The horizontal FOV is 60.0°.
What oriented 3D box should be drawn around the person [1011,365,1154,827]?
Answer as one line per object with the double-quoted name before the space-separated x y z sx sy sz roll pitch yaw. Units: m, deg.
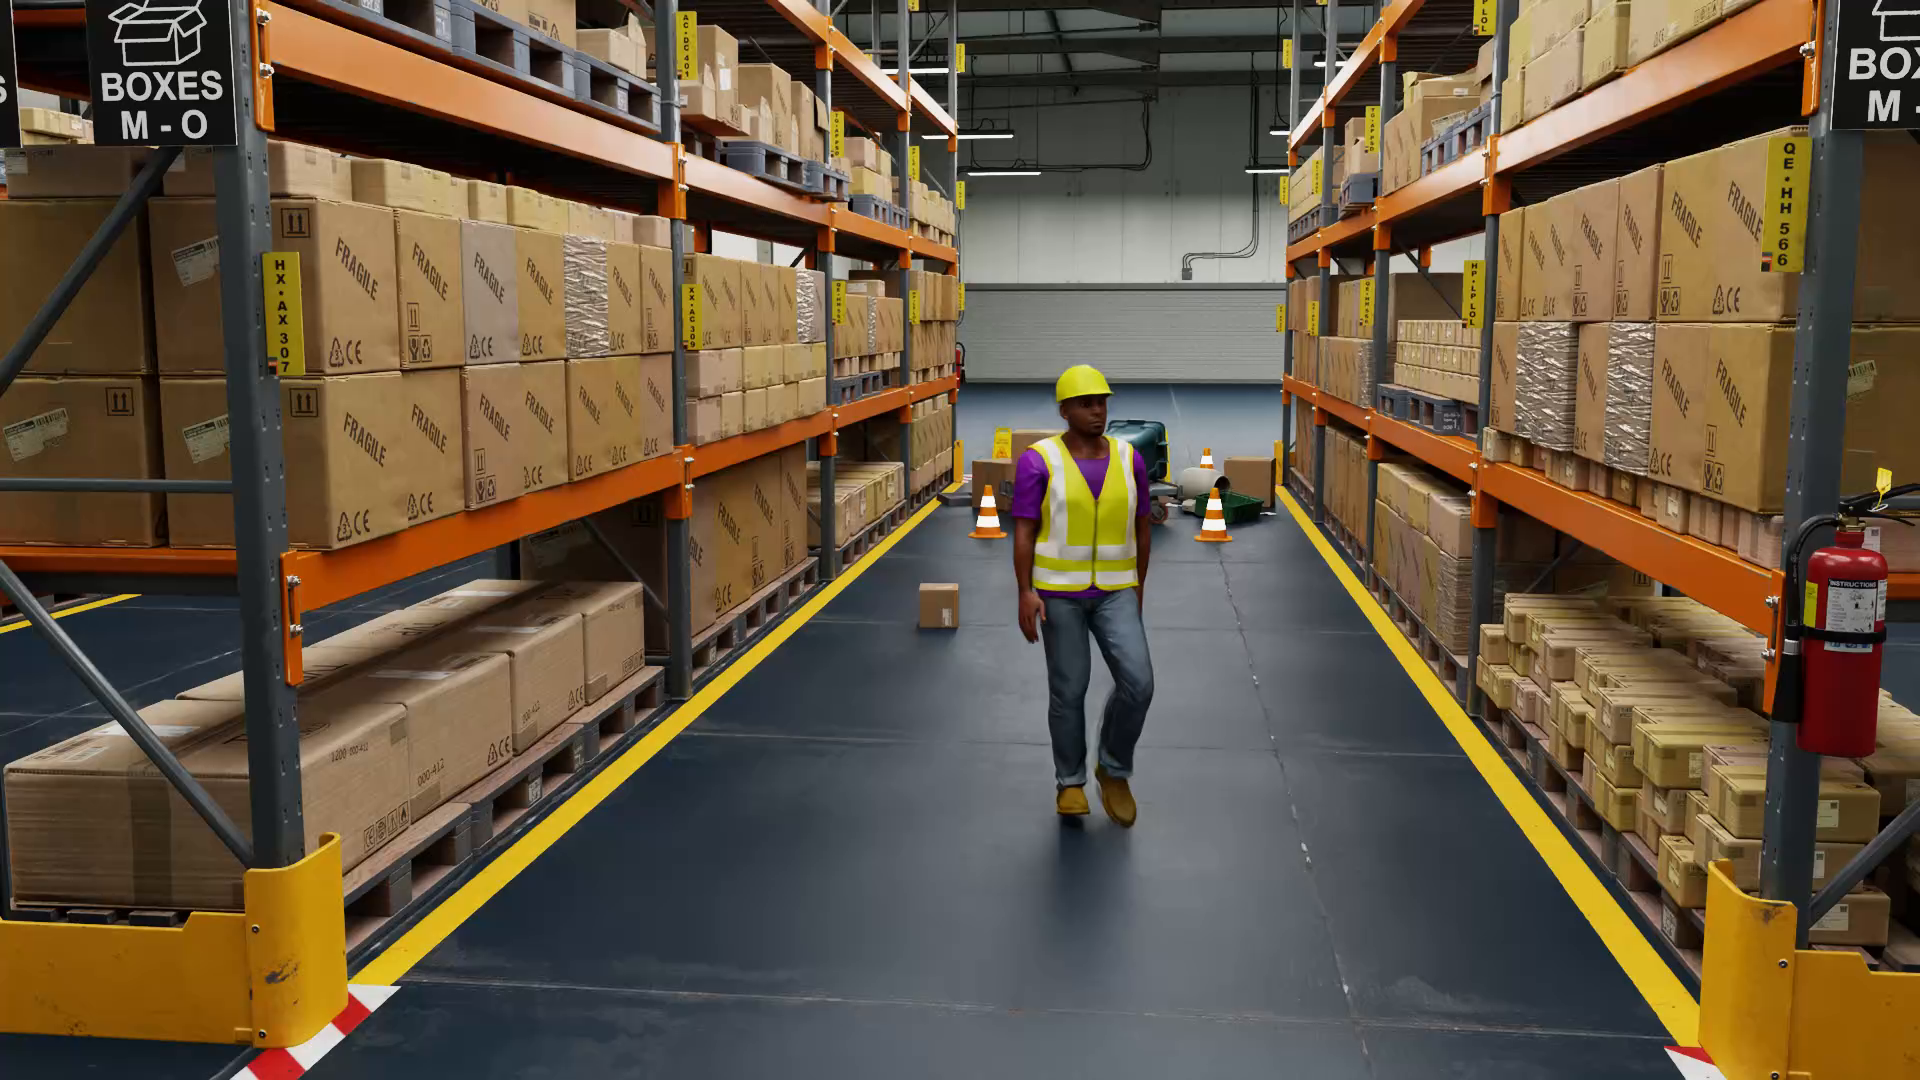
"person" 0.492 0.227 6.415 0.580 1.794 0.476 -1 8 -10
